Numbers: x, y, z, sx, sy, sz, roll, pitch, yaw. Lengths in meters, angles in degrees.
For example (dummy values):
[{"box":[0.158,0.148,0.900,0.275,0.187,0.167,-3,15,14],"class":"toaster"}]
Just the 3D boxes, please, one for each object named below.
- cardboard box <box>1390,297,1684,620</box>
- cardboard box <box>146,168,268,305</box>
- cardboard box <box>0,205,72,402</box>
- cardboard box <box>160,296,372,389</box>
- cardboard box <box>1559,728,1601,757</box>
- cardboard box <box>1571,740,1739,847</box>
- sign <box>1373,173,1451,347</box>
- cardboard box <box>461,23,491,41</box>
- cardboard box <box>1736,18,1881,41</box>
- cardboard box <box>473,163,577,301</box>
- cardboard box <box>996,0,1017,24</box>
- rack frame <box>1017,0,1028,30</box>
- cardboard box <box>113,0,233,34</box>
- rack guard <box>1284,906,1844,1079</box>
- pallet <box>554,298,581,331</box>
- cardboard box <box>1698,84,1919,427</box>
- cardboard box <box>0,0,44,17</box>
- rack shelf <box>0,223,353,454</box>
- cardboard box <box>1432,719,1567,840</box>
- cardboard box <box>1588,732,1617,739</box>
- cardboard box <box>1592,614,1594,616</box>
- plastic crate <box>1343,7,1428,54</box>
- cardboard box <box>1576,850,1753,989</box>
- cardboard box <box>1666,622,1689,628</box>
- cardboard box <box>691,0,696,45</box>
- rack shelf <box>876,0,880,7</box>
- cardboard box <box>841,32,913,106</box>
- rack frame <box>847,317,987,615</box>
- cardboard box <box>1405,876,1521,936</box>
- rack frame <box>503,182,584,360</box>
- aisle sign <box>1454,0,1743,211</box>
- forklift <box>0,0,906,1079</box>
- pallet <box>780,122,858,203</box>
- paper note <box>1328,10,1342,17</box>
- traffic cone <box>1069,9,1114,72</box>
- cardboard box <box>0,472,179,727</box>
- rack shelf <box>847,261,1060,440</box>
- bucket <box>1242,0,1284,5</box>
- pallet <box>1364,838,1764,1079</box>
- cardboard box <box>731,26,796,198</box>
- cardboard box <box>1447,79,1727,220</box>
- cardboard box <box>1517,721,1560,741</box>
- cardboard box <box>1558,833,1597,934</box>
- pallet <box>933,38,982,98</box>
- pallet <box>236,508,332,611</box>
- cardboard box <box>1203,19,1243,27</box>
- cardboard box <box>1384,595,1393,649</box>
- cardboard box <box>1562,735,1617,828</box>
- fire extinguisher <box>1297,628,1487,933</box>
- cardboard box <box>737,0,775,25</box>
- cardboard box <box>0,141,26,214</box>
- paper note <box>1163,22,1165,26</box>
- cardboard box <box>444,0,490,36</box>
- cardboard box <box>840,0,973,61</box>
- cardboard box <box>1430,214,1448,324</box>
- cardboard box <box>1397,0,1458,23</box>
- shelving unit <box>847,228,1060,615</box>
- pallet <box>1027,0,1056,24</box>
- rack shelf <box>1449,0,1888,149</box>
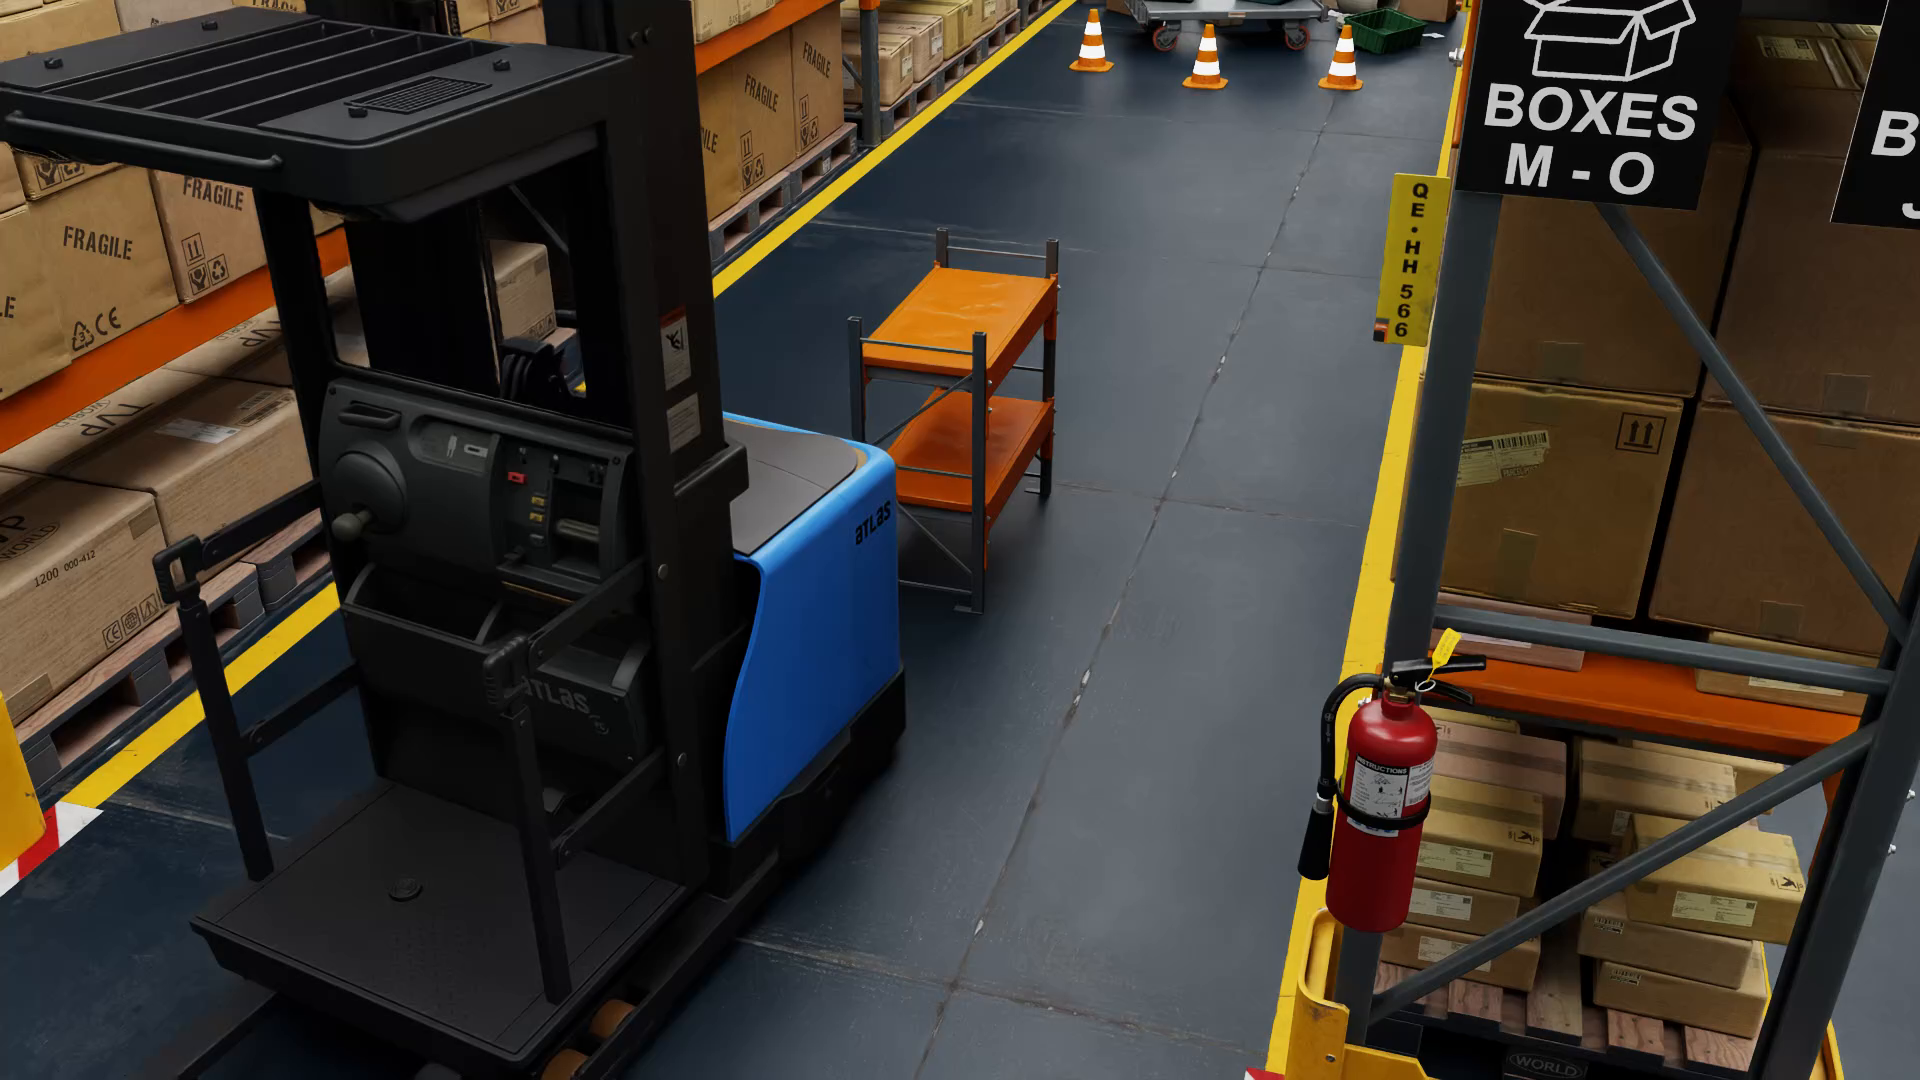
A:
[{"box":[1.244,-0.200,3.615,0.500,0.500,0.500,9,30,16],"class":"cardboard box"},{"box":[-2.700,-1.139,5.609,0.500,0.500,0.500,8,30,15],"class":"cardboard box"},{"box":[-2.989,-0.666,4.759,0.500,0.500,0.500,8,30,14],"class":"cardboard box"},{"box":[-2.779,-0.670,7.073,0.875,0.438,0.875,8,30,13],"class":"cardboard box"},{"box":[2.046,0.599,5.089,0.380,0.149,0.250,9,30,15],"class":"cardboard box"},{"box":[1.802,0.681,4.329,0.380,0.149,0.250,9,30,16],"class":"cardboard box"},{"box":[0.833,-0.513,3.071,0.100,0.325,0.005,8,30,15],"class":"sign"},{"box":[-2.267,-1.851,6.889,0.500,0.500,0.500,8,30,14],"class":"cardboard box"},{"box":[2.059,-1.036,4.090,0.500,0.500,0.500,8,30,14],"class":"cardboard box"},{"box":[-2.124,-1.854,8.750,0.875,0.875,0.875,9,30,16],"class":"cardboard box"},{"box":[-0.033,-4.808,14.578,0.950,0.372,0.625,9,30,16],"class":"cardboard box"},{"box":[0.118,-6.017,14.480,1.000,3.000,0.127,8,30,15],"class":"rack frame"},{"box":[-2.702,-1.585,5.382,0.500,0.500,0.500,8,30,14],"class":"cardboard box"},{"box":[1.380,1.276,3.942,1.175,0.500,0.348,8,30,15],"class":"rack guard"},{"box":[-2.075,-1.450,9.139,1.003,0.211,1.213,8,30,15],"class":"pallet"},{"box":[1.743,-0.562,3.238,0.500,0.500,0.500,8,30,15],"class":"cardboard box"},{"box":[-2.840,-1.566,4.681,0.380,0.149,0.250,9,30,16],"class":"cardboard box"},{"box":[-2.817,-1.055,6.301,1.077,0.370,4.000,8,30,15],"class":"rack shelf"},{"box":[1.399,0.631,4.419,0.380,0.149,0.250,9,30,16],"class":"cardboard box"},{"box":[1.992,0.455,4.735,0.380,0.149,0.250,7,30,12],"class":"cardboard box"},{"box":[1.292,0.027,3.875,0.380,0.149,0.250,8,30,15],"class":"cardboard box"},{"box":[3.679,-4.422,14.446,0.662,0.188,0.450,-24,47,-37],"class":"plastic crate"},{"box":[1.757,0.945,4.161,0.380,0.149,0.250,10,31,17],"class":"cardboard box"},{"box":[1.801,0.101,3.741,0.380,0.149,0.250,10,30,17],"class":"cardboard box"},{"box":[-1.698,-2.641,8.566,0.500,0.250,0.500,8,30,14],"class":"cardboard box"},{"box":[-0.469,-4.773,12.985,1.077,0.370,4.000,8,30,15],"class":"rack shelf"},{"box":[-0.880,-3.454,12.145,0.950,0.372,0.625,6,30,11],"class":"cardboard box"},{"box":[-0.151,-0.252,6.046,0.500,1.125,0.032,8,30,15],"class":"rack frame"},{"box":[1.240,0.865,4.303,0.380,0.149,0.250,8,30,14],"class":"cardboard box"},{"box":[-2.230,-2.299,7.797,1.000,3.000,0.127,8,30,15],"class":"rack frame"},{"box":[1.049,-0.926,2.654,0.394,0.787,0.004,8,30,15],"class":"aisle sign"},{"box":[-1.292,-0.085,3.887,1.130,2.935,3.031,14,32,23],"class":"forklift"},{"box":[-1.359,-2.584,11.177,1.003,0.211,1.213,8,30,15],"class":"pallet"},{"box":[3.529,-4.949,15.623,0.172,0.023,0.155,20,35,32],"class":"paper note"},{"box":[1.093,-4.132,13.702,0.336,0.463,0.334,8,30,15],"class":"traffic cone"},{"box":[-3.306,0.175,5.554,0.875,0.438,0.875,7,30,13],"class":"cardboard box"},{"box":[-0.002,-0.744,6.329,0.538,0.278,1.000,8,30,15],"class":"rack shelf"},{"box":[2.716,-4.983,14.426,0.726,0.611,0.620,20,45,32],"class":"bucket"},{"box":[1.652,1.030,4.681,1.003,0.211,1.213,8,30,15],"class":"pallet"},{"box":[-1.604,-2.690,10.254,0.875,0.875,0.875,9,30,15],"class":"cardboard box"},{"box":[1.403,-0.875,3.800,0.500,0.500,0.500,7,30,13],"class":"cardboard box"},{"box":[1.568,0.514,4.936,0.380,0.149,0.250,8,30,14],"class":"cardboard box"},{"box":[1.816,0.950,4.457,0.380,0.149,0.250,8,30,15],"class":"cardboard box"},{"box":[-0.465,-3.867,13.485,1.003,0.211,1.213,8,30,15],"class":"pallet"},{"box":[-2.884,-0.169,6.838,1.003,0.211,1.213,8,30,15],"class":"pallet"},{"box":[2.409,-4.894,15.275,0.258,0.266,0.396,-12,31,-20],"class":"cardboard box"},{"box":[1.516,0.248,5.107,0.380,0.149,0.250,10,31,17],"class":"cardboard box"},{"box":[1.878,0.699,4.602,0.380,0.149,0.250,9,30,16],"class":"cardboard box"},{"box":[0.843,0.467,3.288,0.296,0.674,0.183,8,30,15],"class":"fire extinguisher"},{"box":[-1.377,-3.108,9.406,0.500,0.250,0.500,8,30,14],"class":"cardboard box"},{"box":[-2.991,-1.103,4.516,0.500,0.500,0.500,8,30,14],"class":"cardboard box"},{"box":[1.905,-4.722,15.207,0.148,0.019,0.142,8,30,15],"class":"paper note"},{"box":[-2.261,-2.286,6.643,0.500,0.500,0.500,8,30,14],"class":"cardboard box"},{"box":[-0.443,-4.150,13.396,0.950,0.372,0.625,10,30,17],"class":"cardboard box"},{"box":[1.539,-0.676,4.470,0.500,0.500,0.500,9,30,15],"class":"cardboard box"},{"box":[4.355,-5.134,15.462,0.500,0.500,0.500,14,32,23],"class":"cardboard box"},{"box":[-0.002,-0.488,6.471,0.538,1.125,1.048,8,30,15],"class":"shelving unit"},{"box":[0.282,-5.115,15.728,1.003,0.211,1.213,8,30,15],"class":"pallet"},{"box":[1.945,-1.707,4.387,1.077,0.370,4.000,8,30,15],"class":"rack shelf"}]
